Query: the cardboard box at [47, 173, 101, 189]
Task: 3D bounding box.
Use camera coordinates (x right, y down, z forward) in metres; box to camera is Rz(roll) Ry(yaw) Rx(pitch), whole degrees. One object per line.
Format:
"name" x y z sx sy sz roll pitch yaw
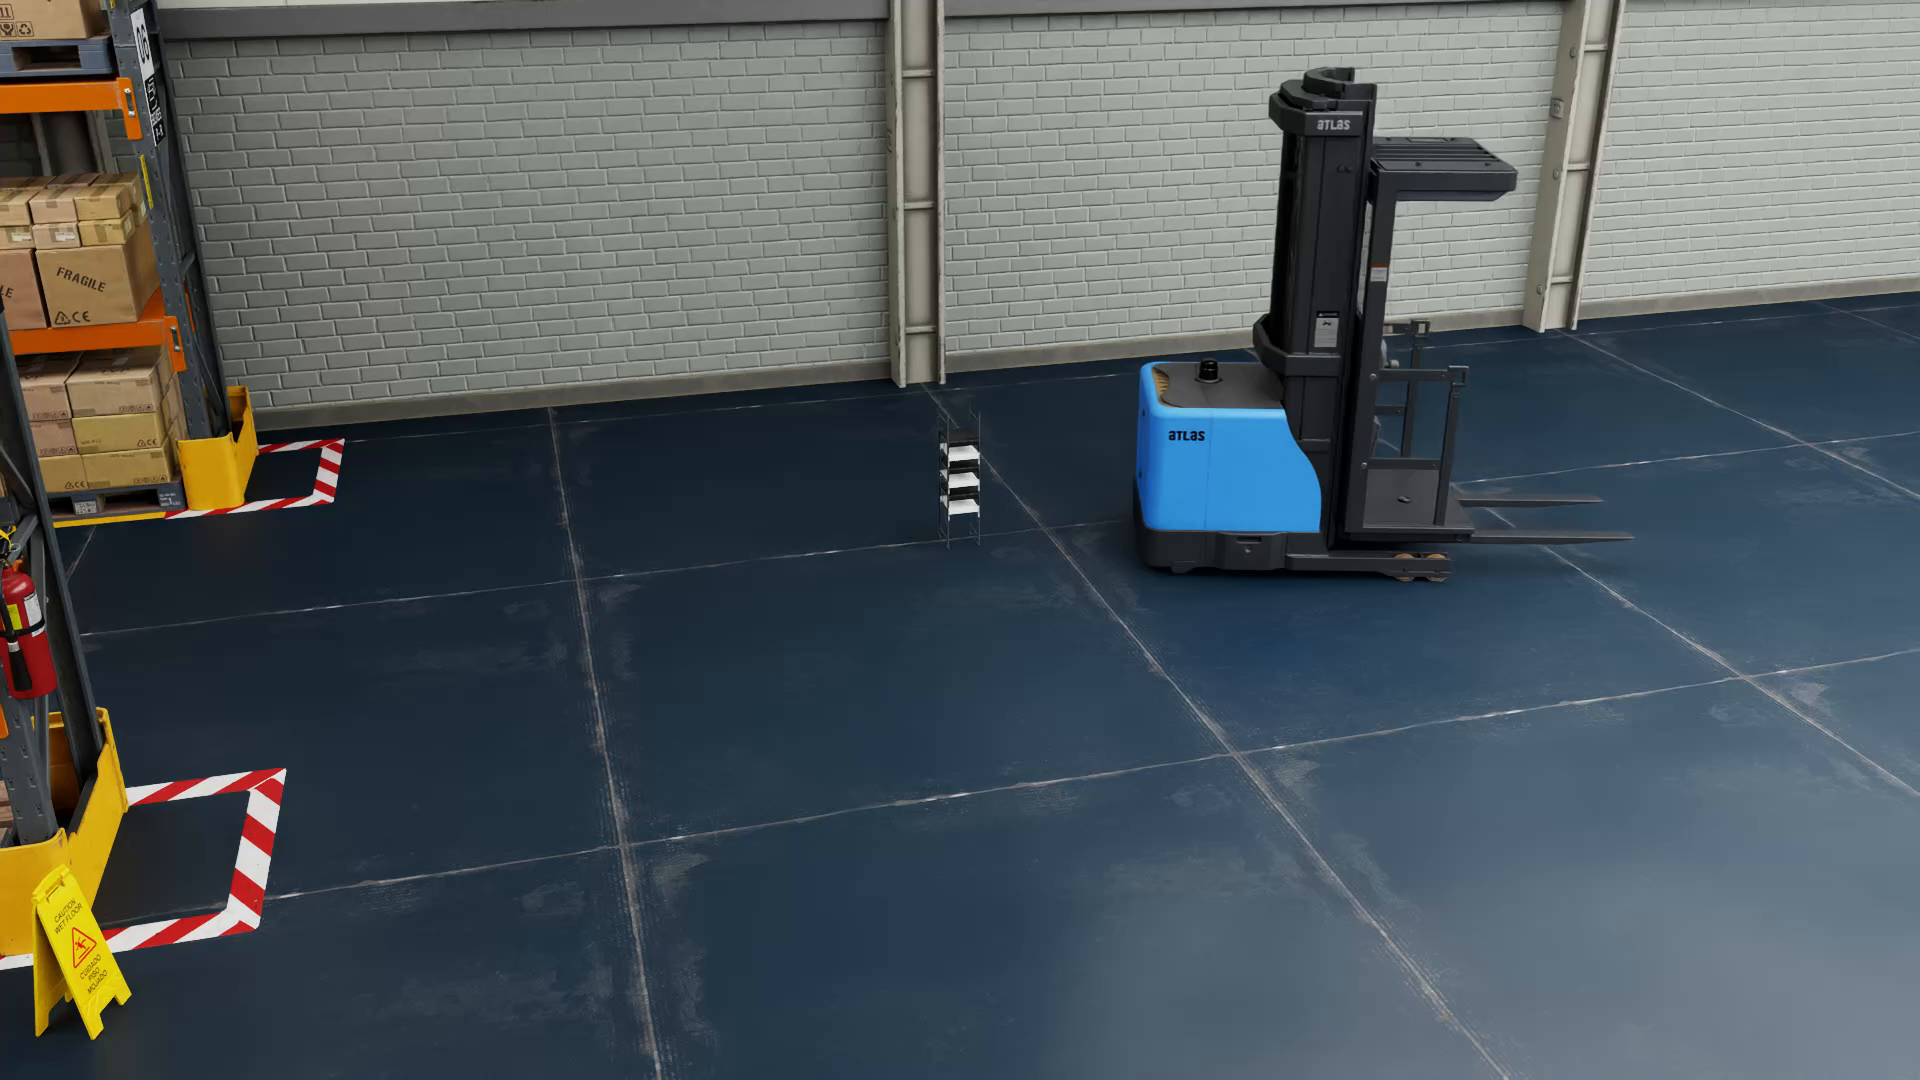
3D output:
"cardboard box" -5.867 -2.325 11.038 0.250 0.149 0.380 -5 24 -13

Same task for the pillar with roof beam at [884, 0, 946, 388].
"pillar with roof beam" 0.813 -3.833 8.271 0.400 9.000 9.100 -6 24 -14

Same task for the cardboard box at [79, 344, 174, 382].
"cardboard box" -5.727 -1.213 11.460 0.500 0.250 0.500 -7 24 -15

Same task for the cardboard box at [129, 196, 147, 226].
"cardboard box" -5.609 -2.210 11.147 0.250 0.149 0.380 -7 24 -16

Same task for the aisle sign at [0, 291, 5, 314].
"aisle sign" -3.892 -1.238 6.535 0.004 0.787 0.394 -6 24 -14

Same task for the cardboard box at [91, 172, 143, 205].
"cardboard box" -5.594 -2.330 11.049 0.250 0.149 0.380 -7 24 -15

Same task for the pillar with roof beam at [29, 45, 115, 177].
"pillar with roof beam" -4.964 -3.194 6.782 0.400 9.000 9.100 -6 24 -14

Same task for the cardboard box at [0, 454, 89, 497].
"cardboard box" -6.061 -0.514 11.097 0.500 0.250 0.500 -6 24 -14

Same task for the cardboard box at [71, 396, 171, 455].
"cardboard box" -5.597 -0.792 11.113 0.500 0.250 0.500 -7 24 -15

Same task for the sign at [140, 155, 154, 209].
"sign" -5.079 -2.237 10.391 0.005 0.325 0.100 -6 24 -14

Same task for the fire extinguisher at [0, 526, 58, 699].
"fire extinguisher" -3.634 0.279 6.394 0.183 0.674 0.296 -6 24 -14

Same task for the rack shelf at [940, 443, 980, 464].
"rack shelf" -0.008 -0.547 10.513 0.200 0.077 0.258 -6 24 -14

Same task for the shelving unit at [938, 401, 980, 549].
"shelving unit" -0.008 -0.413 10.571 0.210 0.900 0.258 -6 24 -14

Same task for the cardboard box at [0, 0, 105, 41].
"cardboard box" -5.573 -3.327 10.110 0.500 0.500 0.500 -6 24 -13

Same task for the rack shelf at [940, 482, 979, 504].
"rack shelf" -0.008 -0.299 10.619 0.200 0.077 0.258 -6 24 -14

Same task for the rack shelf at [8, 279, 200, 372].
"rack shelf" -7.138 -1.260 10.795 4.000 0.370 1.077 -6 24 -14

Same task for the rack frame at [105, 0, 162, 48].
"rack frame" -5.213 -4.560 9.966 0.127 3.000 1.000 -6 24 -14

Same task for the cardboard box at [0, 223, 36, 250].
"cardboard box" -5.975 -1.961 10.568 0.250 0.149 0.380 -6 24 -13

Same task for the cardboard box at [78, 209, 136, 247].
"cardboard box" -5.471 -2.004 10.668 0.250 0.149 0.380 -6 24 -14

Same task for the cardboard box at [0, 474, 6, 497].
"cardboard box" -6.545 -0.464 10.981 0.500 0.250 0.500 -6 24 -14

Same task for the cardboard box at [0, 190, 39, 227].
"cardboard box" -5.974 -2.090 10.490 0.250 0.149 0.380 -6 24 -13

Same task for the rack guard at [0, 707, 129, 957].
"rack guard" -3.941 1.237 7.232 0.348 0.500 1.175 -6 24 -14

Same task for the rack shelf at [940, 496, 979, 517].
"rack shelf" -0.008 -0.217 10.655 0.200 0.077 0.258 -6 24 -14

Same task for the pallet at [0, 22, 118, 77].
"pallet" -5.900 -3.076 10.423 1.213 0.211 1.003 -6 24 -14

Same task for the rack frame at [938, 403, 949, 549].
"rack frame" -0.106 -0.402 10.545 0.006 0.900 0.240 -6 24 -14

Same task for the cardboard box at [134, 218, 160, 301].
"cardboard box" -5.765 -1.902 11.252 0.500 0.500 0.500 -6 24 -13

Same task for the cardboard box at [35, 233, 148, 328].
"cardboard box" -5.616 -1.697 10.775 0.500 0.500 0.500 -7 24 -16

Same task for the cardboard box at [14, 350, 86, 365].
"cardboard box" -6.207 -1.158 11.332 0.500 0.250 0.500 -6 24 -14

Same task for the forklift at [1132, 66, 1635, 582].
"forklift" 2.645 -1.306 10.077 3.031 2.935 1.130 1 23 2

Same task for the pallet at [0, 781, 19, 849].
"pallet" -4.733 1.443 7.119 1.213 0.211 1.003 -6 24 -14

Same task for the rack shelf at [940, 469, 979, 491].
"rack shelf" -0.008 -0.382 10.584 0.200 0.077 0.258 -6 24 -14

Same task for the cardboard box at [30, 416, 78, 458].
"cardboard box" -6.083 -0.743 10.998 0.500 0.250 0.500 -7 24 -15

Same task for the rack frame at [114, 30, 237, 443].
"rack frame" -5.213 -1.804 11.149 0.127 3.000 1.000 -6 24 -14

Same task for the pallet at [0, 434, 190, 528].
"pallet" -5.938 -0.425 11.472 1.213 0.211 1.003 -6 24 -14

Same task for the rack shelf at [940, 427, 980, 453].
"rack shelf" -0.008 -0.630 10.477 0.200 0.077 0.258 -6 24 -14

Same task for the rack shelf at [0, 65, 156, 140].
"rack shelf" -7.138 -2.638 10.203 4.000 0.370 1.077 -6 24 -14

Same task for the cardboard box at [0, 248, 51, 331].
"cardboard box" -6.118 -1.646 10.654 0.500 0.500 0.500 -6 24 -13

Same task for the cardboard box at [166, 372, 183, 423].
"cardboard box" -5.721 -0.991 11.577 0.500 0.250 0.500 -6 24 -13

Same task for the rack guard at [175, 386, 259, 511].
"rack guard" -5.190 -0.657 11.648 0.348 0.500 1.175 -6 24 -14

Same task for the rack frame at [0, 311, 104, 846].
"rack frame" -3.868 0.081 6.758 0.127 3.000 1.000 -6 24 -14

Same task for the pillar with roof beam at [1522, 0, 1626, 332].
"pillar with roof beam" 6.590 -4.472 9.761 0.400 9.000 9.100 -6 24 -14

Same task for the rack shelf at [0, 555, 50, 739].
"rack shelf" -5.794 0.624 6.404 4.000 0.370 1.077 -6 24 -14

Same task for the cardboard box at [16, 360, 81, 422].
"cardboard box" -6.062 -0.968 10.889 0.500 0.250 0.500 -6 24 -13

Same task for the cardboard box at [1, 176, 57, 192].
"cardboard box" -6.105 -2.281 10.935 0.250 0.149 0.380 -6 24 -13

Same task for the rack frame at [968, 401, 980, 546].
"rack frame" 0.090 -0.424 10.596 0.006 0.900 0.240 -6 24 -14

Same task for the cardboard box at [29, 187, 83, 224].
"cardboard box" -5.730 -2.128 10.579 0.250 0.149 0.380 -6 24 -14

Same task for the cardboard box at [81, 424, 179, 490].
"cardboard box" -5.580 -0.563 11.212 0.500 0.250 0.500 -6 24 -14

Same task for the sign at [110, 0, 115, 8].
"sign" -5.079 -3.345 9.915 0.005 0.325 0.100 -6 24 -14

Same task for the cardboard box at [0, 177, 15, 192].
"cardboard box" -6.347 -2.260 10.887 0.250 0.149 0.380 -6 24 -14

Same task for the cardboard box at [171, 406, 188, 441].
"cardboard box" -5.738 -0.755 11.660 0.500 0.250 0.500 -6 24 -14

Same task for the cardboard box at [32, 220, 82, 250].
"cardboard box" -5.709 -1.966 10.578 0.250 0.149 0.380 -6 24 -14

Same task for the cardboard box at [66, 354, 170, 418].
"cardboard box" -5.572 -1.025 11.021 0.500 0.250 0.500 -5 24 -13

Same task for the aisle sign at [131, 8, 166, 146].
"aisle sign" -5.070 -2.894 10.393 0.004 0.787 0.394 -6 24 -14

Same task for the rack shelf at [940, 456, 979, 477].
"rack shelf" -0.008 -0.465 10.548 0.200 0.077 0.258 -6 24 -14

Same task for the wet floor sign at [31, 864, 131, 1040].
"wet floor sign" -3.396 1.548 6.323 0.232 0.644 0.267 2 23 4

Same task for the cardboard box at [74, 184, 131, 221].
"cardboard box" -5.501 -2.166 10.668 0.250 0.149 0.380 -6 24 -14
